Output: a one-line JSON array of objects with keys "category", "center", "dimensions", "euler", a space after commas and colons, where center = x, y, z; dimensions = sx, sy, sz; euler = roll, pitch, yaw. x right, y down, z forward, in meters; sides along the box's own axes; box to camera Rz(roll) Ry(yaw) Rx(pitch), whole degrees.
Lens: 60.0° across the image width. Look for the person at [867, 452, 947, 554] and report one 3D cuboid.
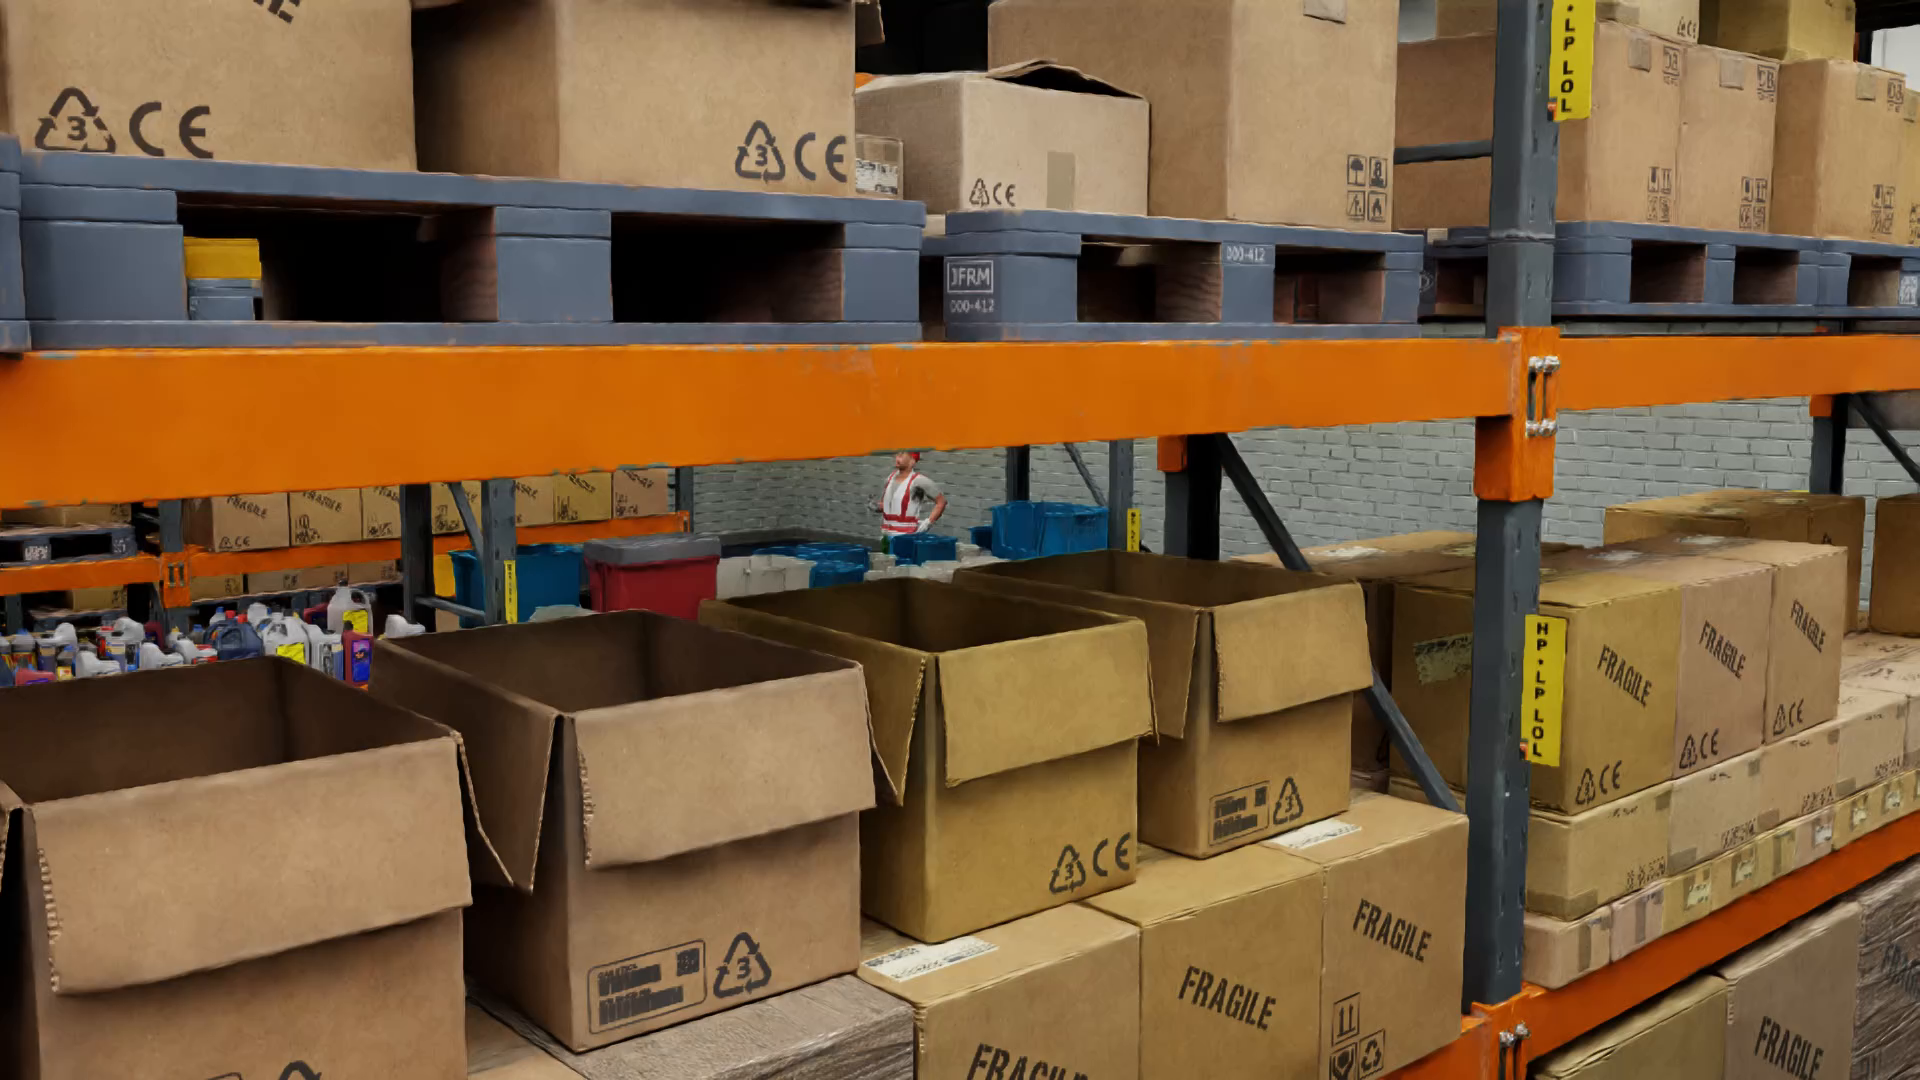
[{"category": "person", "center": [-0.633, -0.011, 15.341], "dimensions": [0.853, 1.767, 0.615], "euler": [-5, 9, -35]}]
